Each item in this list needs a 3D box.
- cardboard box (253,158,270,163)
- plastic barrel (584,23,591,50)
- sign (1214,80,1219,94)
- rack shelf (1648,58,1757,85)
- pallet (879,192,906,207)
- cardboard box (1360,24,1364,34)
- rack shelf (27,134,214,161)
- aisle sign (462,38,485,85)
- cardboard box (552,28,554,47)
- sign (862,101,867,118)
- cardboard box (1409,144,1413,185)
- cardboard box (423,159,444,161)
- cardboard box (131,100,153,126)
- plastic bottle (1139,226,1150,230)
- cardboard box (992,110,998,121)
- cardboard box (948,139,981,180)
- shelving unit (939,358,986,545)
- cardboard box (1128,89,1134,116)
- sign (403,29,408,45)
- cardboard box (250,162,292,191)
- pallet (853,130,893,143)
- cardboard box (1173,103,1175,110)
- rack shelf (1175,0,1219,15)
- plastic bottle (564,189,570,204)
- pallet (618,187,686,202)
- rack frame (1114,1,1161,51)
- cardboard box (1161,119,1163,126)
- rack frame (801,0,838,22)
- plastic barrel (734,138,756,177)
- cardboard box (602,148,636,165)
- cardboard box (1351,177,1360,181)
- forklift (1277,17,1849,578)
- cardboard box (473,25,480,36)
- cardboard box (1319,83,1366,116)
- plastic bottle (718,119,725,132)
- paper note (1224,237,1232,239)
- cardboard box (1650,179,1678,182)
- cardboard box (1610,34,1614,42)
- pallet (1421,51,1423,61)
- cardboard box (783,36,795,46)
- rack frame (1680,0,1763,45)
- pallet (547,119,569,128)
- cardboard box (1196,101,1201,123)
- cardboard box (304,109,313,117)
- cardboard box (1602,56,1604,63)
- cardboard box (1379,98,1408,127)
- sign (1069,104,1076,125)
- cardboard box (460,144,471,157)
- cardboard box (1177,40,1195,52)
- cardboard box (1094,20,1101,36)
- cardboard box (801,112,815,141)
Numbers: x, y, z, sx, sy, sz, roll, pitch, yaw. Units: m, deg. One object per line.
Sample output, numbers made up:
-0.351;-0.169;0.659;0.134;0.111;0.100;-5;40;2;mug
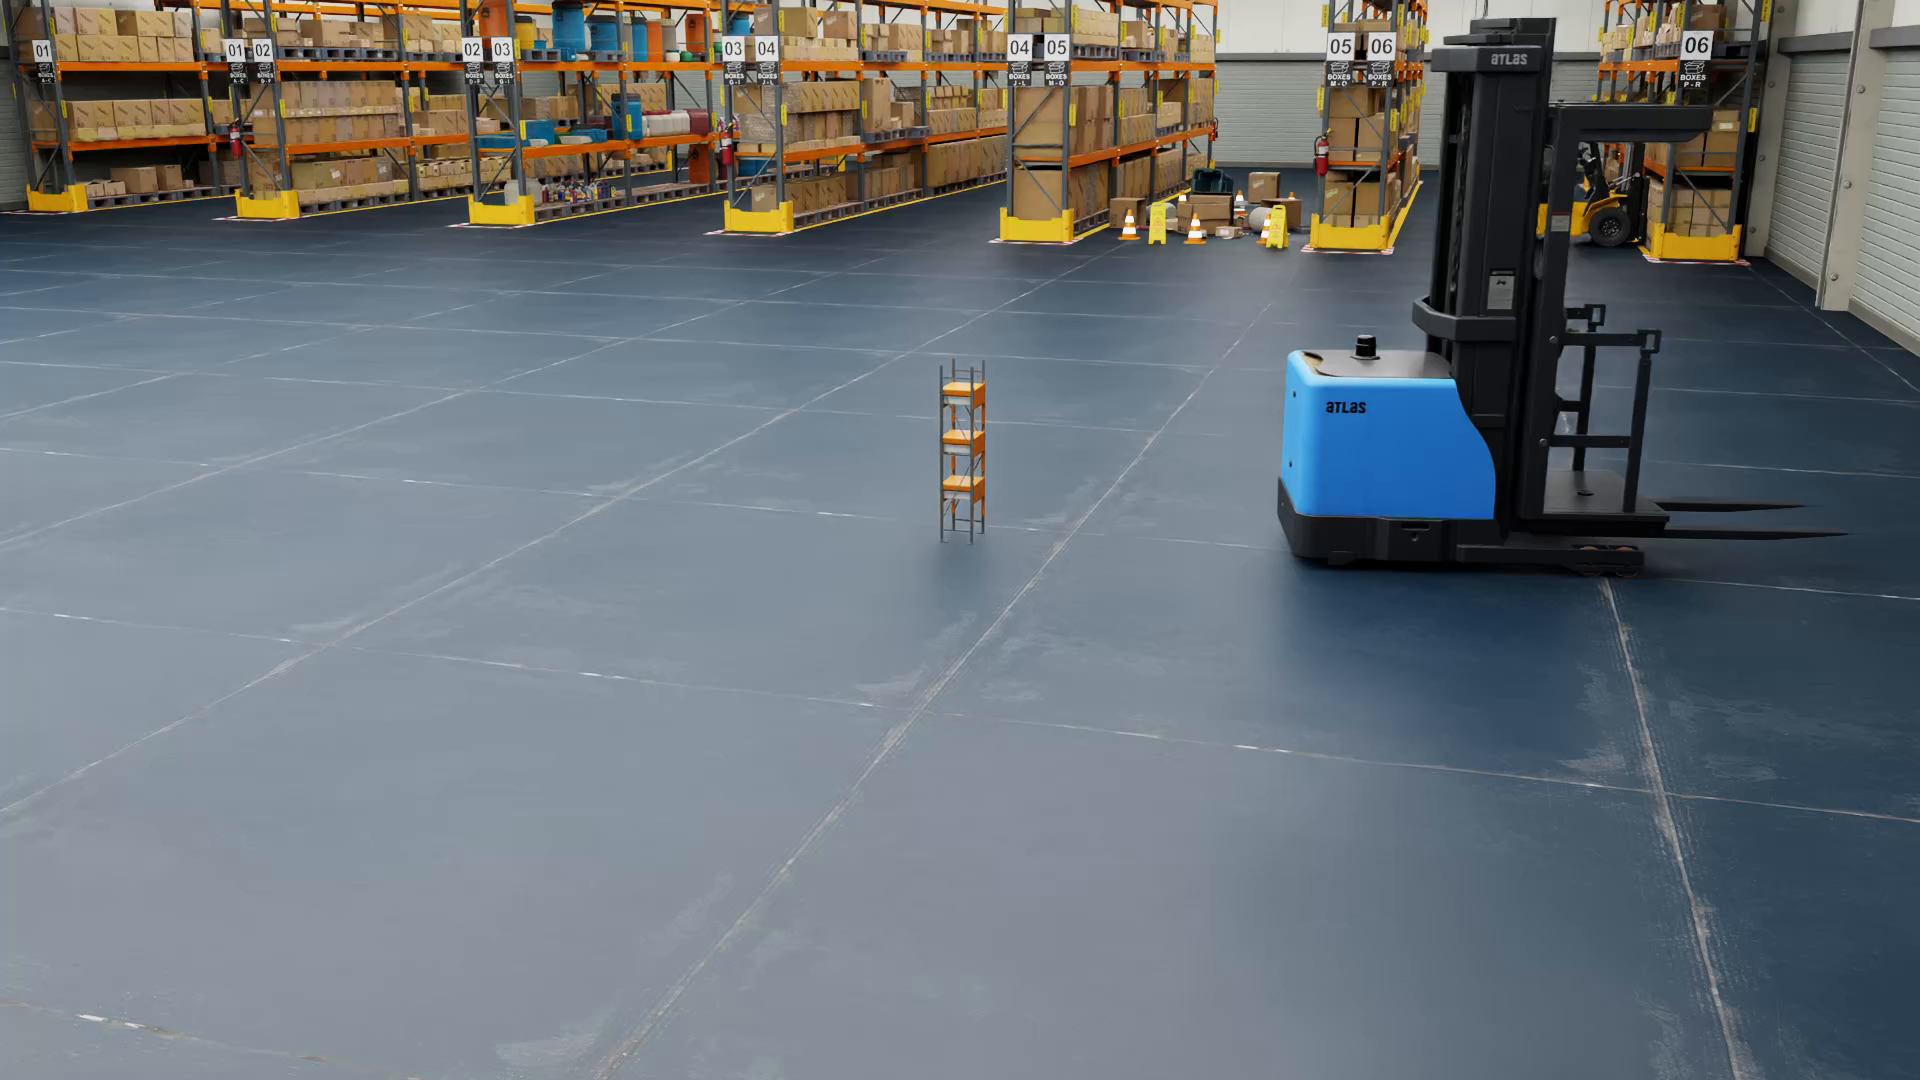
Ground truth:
-16.108;-8.418;37.786;0.700;0.500;0.500;5;17;17;cardboard box
-7.396;-9.779;32.338;0.421;0.512;0.421;0;16;0;plastic barrel
6.327;-11.183;41.057;0.100;0.325;0.005;5;16;16;sign
11.356;-7.215;25.590;1.077;0.370;4.000;5;16;16;rack shelf
-1.772;-6.976;34.037;1.003;0.211;1.213;5;16;16;pallet
6.127;-7.991;26.006;0.380;0.149;0.250;5;17;16;cardboard box
-17.152;-8.076;34.125;1.077;0.370;4.000;5;16;16;rack shelf
-8.528;-8.386;29.133;0.394;0.787;0.004;5;16;16;aisle sign
-9.942;-12.094;40.339;0.600;0.600;0.600;4;16;15;cardboard box
-1.814;-8.170;31.549;0.100;0.325;0.005;5;16;16;sign
9.339;-8.129;36.117;0.875;0.875;0.875;5;17;18;cardboard box
-11.561;-8.238;36.618;0.500;0.311;0.500;4;16;15;cardboard box
-16.859;-8.698;33.863;0.500;0.500;0.500;5;17;18;cardboard box
3.243;-5.387;28.711;0.283;0.061;0.133;-1;16;-3;plastic bottle
0.609;-10.326;40.466;0.500;0.250;0.500;5;17;17;cardboard box
-0.226;-8.897;38.825;1.225;0.875;0.875;5;16;16;cardboard box
0.015;-0.519;9.735;0.215;1.050;0.252;5;16;16;shelving unit
2.958;-8.441;32.075;0.700;0.500;0.500;4;16;15;cardboard box
-11.301;-10.250;33.880;0.100;0.325;0.005;5;16;16;sign
-13.103;-6.919;31.623;0.500;0.500;0.500;5;16;16;cardboard box
-1.980;-7.890;32.500;1.003;0.211;1.213;5;16;16;pallet
4.511;-9.516;36.483;0.380;0.149;0.250;5;16;16;cardboard box
5.232;-12.537;38.863;1.077;0.370;4.000;5;16;16;rack shelf
-7.408;-6.480;31.373;0.097;0.271;0.097;0;16;0;plastic bottle
-6.555;-7.365;35.407;1.003;0.211;1.213;5;16;16;pallet
3.527;-11.315;33.230;1.000;3.000;0.127;5;16;16;rack frame
4.075;-8.823;35.129;0.380;0.149;0.250;5;17;18;cardboard box
-3.675;-14.203;43.413;1.000;3.000;0.127;5;16;16;rack frame
-5.184;-9.137;39.621;0.600;0.901;0.708;5;16;16;plastic barrel
-9.031;-10.158;43.915;0.797;0.503;0.637;5;16;16;cardboard box
6.301;-5.716;27.382;0.500;0.500;0.500;4;16;15;cardboard box
3.408;-1.354;9.233;3.031;2.935;1.130;1;16;4;forklift
-13.273;-13.724;45.170;0.500;0.500;0.500;5;17;18;cardboard box
6.161;-7.074;26.713;0.700;0.500;0.500;4;16;15;cardboard box
-5.384;-9.373;37.607;0.152;0.276;0.135;5;16;16;plastic bottle
4.388;-4.952;27.231;0.148;0.019;0.142;-1;16;-3;paper note
11.201;-5.635;26.636;0.500;0.250;0.500;5;17;18;cardboard box
13.693;-10.405;34.483;0.380;0.149;0.250;5;17;17;cardboard box
10.029;-11.050;37.955;1.003;0.211;1.213;5;16;16;pallet
-3.007;-8.424;28.079;0.380;0.149;0.250;5;17;17;cardboard box
10.788;-8.481;23.238;1.000;3.000;0.127;5;16;16;rack frame
-10.149;-10.026;40.031;1.003;0.211;1.213;5;16;16;pallet
5.357;-10.036;38.985;0.500;0.500;0.500;4;16;15;cardboard box
-12.508;-8.097;31.506;0.380;0.149;0.250;5;16;16;cardboard box
14.713;-10.844;37.526;0.380;0.149;0.250;5;17;17;cardboard box
7.868;-7.778;30.256;0.500;0.500;0.500;5;16;16;cardboard box
1.784;-6.746;26.384;0.100;0.325;0.005;5;16;16;sign
-13.706;-10.491;45.131;0.700;0.500;0.500;5;17;17;cardboard box
5.030;-11.194;37.660;0.500;0.250;0.500;5;17;18;cardboard box
2.066;-8.603;27.941;0.500;0.250;0.500;5;16;16;cardboard box
-3.080;-7.347;29.508;0.875;0.500;0.500;5;16;16;cardboard box
